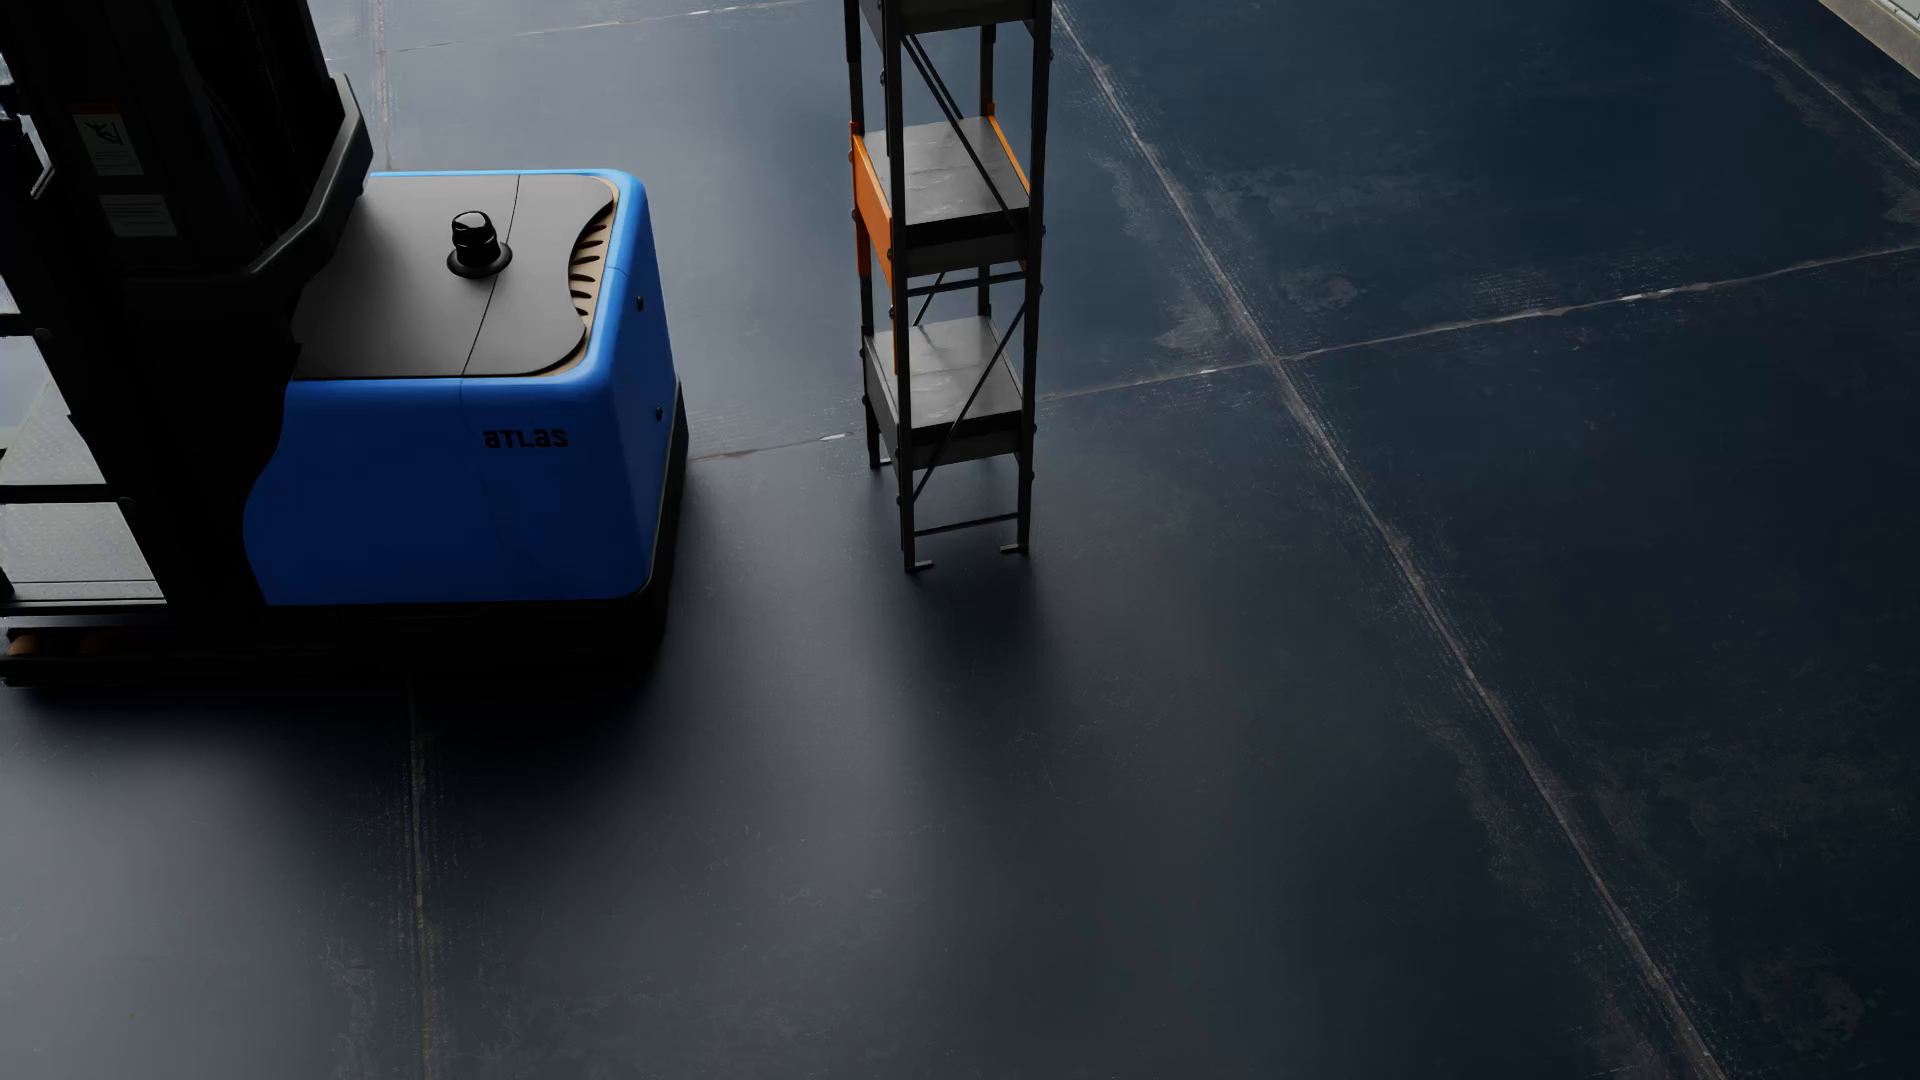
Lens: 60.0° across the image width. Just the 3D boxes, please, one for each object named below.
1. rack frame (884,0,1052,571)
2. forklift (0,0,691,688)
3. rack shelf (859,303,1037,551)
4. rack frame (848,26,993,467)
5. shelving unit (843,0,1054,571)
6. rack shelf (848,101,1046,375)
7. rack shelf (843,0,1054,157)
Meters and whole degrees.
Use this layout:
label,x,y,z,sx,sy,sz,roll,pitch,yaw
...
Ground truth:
label,x,y,z,sx,sy,sz,roll,pitch,yaw
rack frame,0.020,-0.681,4.447,0.400,2.100,0.015,-11,47,-10
forklift,-2.388,-0.981,4.159,3.031,2.935,1.130,-1,46,-1
rack shelf,-0.042,-0.350,5.122,0.431,0.518,0.480,-11,47,-10
rack frame,-0.105,-1.018,4.777,0.400,2.100,0.015,-11,47,-10
shelving unit,-0.042,-0.849,4.612,0.431,2.100,0.503,-11,47,-10
rack shelf,-0.042,-0.840,4.622,0.431,0.518,0.480,-11,47,-10
rack shelf,-0.042,-1.330,4.122,0.431,0.518,0.480,-11,47,-10
